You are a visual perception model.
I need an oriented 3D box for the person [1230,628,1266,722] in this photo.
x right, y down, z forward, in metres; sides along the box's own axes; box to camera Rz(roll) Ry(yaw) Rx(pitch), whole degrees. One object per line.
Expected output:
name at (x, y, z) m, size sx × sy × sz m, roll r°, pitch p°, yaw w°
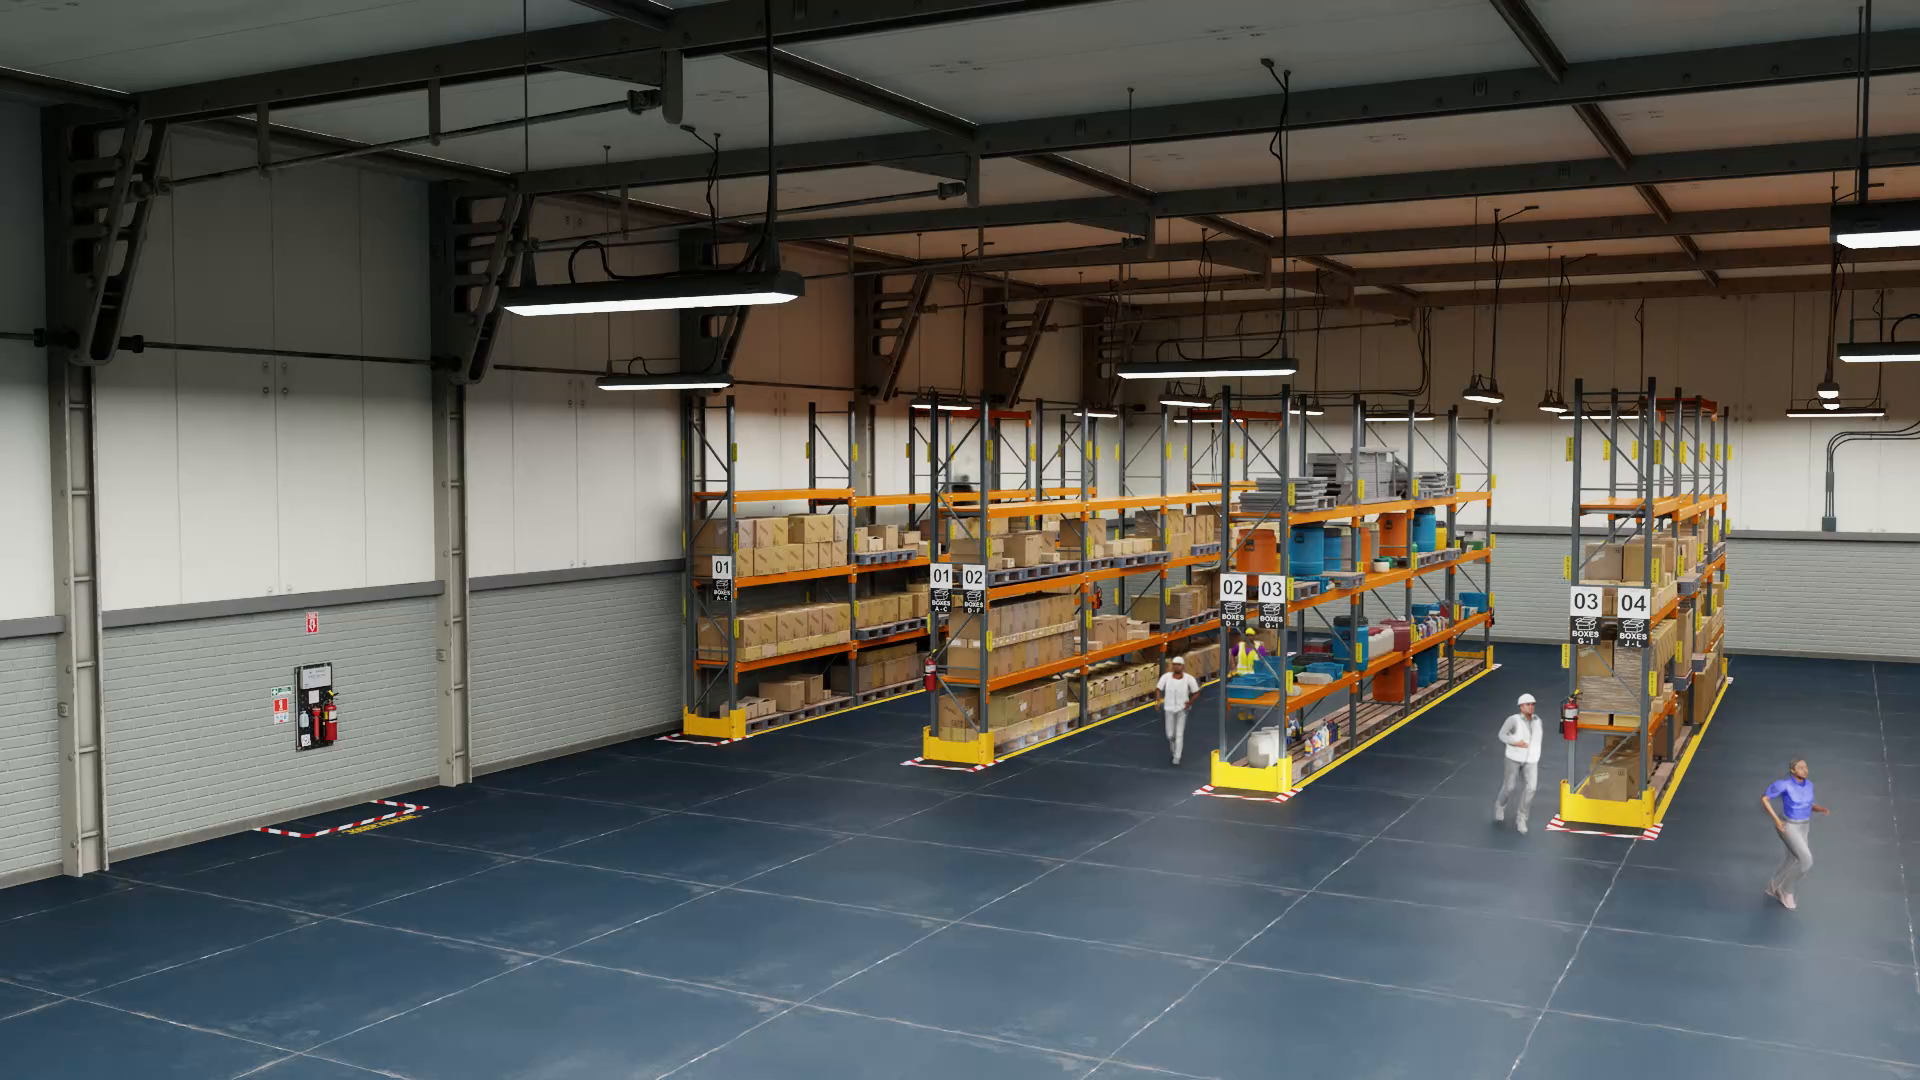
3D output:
person at (5.332, 2.498, 30.801) m, size 0.679 × 1.743 × 0.678 m, roll 1°, pitch 3°, yaw 13°

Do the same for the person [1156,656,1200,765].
person at (3.512, 2.737, 26.880) m, size 0.722 × 1.728 × 0.603 m, roll 1°, pitch 3°, yaw 14°

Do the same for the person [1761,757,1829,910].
person at (9.216, 3.230, 18.312) m, size 0.548 × 1.684 × 0.693 m, roll -1°, pitch 3°, yaw -25°

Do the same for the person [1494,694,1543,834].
person at (7.503, 2.947, 22.195) m, size 0.674 × 1.804 × 0.816 m, roll 0°, pitch 3°, yaw -2°
